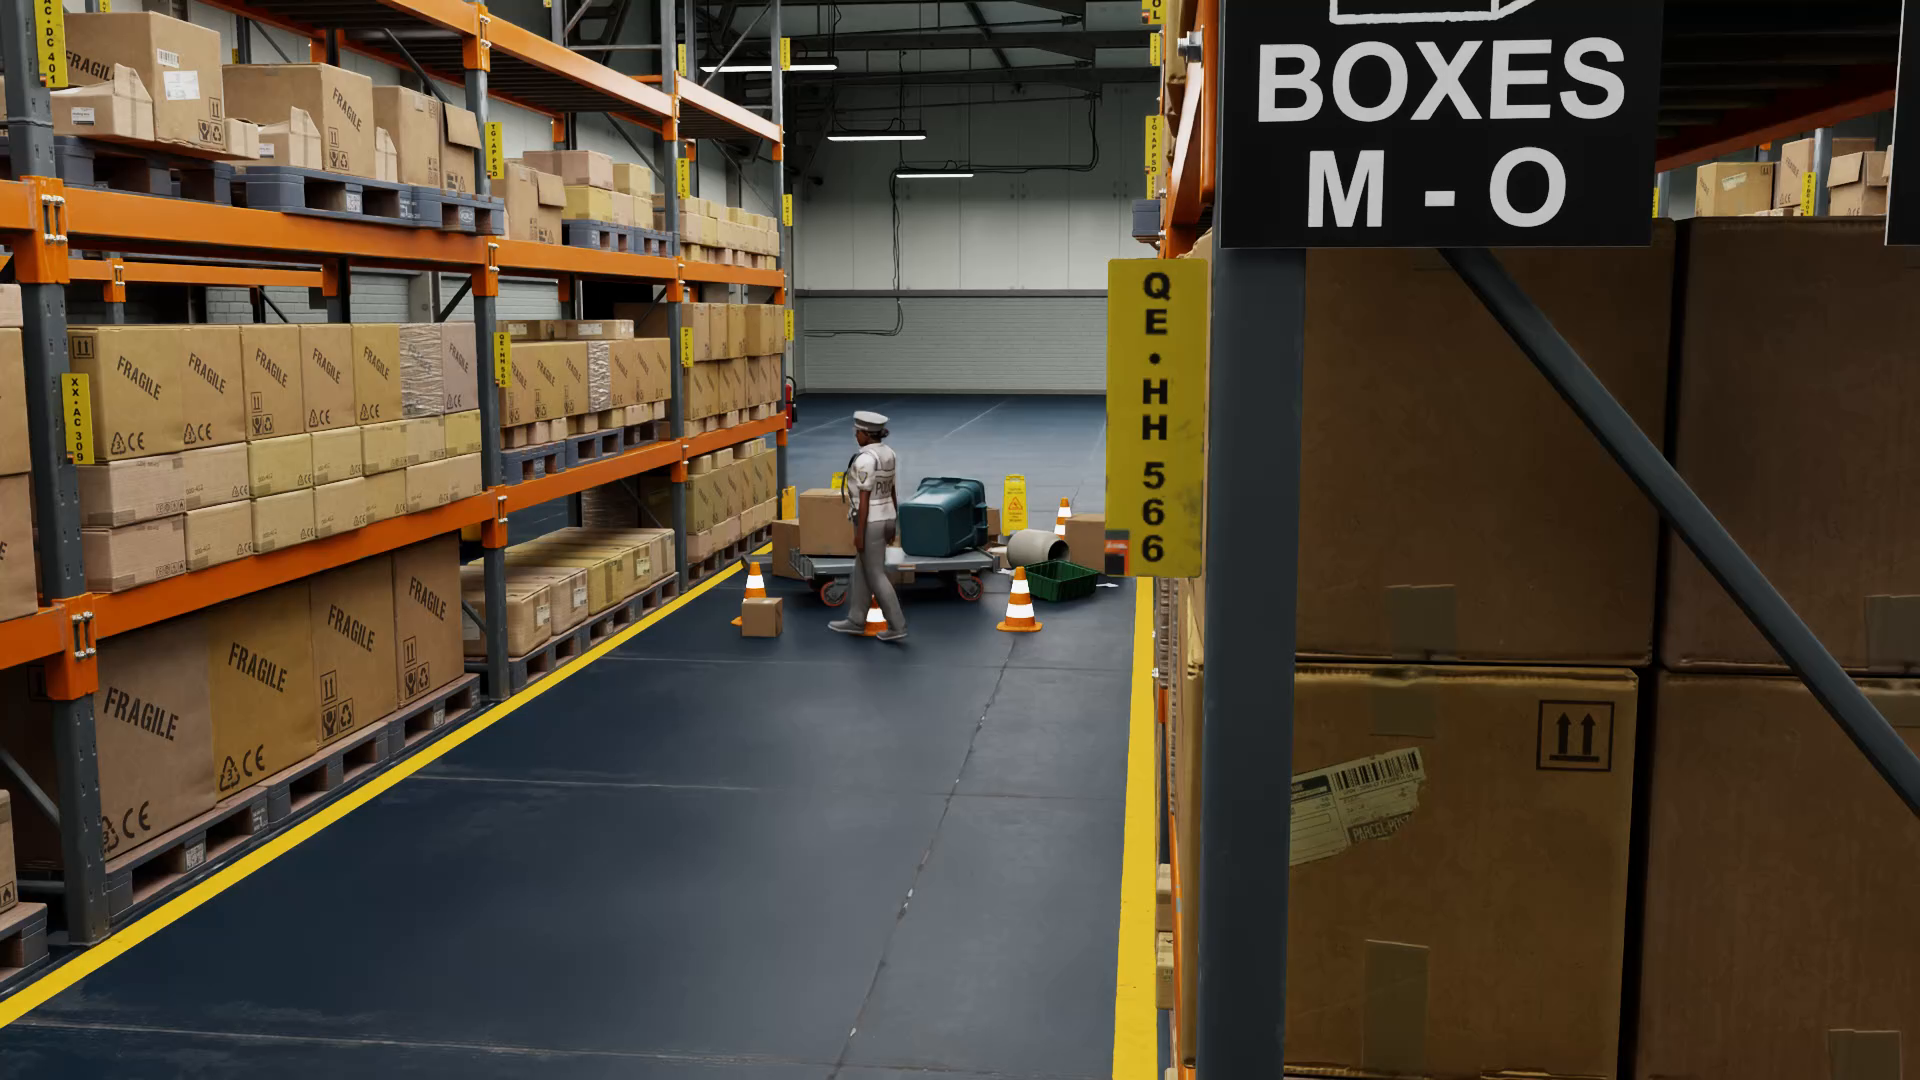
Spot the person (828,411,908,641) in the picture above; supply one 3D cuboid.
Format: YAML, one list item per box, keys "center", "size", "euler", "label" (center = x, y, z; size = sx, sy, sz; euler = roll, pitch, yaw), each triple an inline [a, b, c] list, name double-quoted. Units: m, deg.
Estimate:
- center: [-0.680, -0.102, 12.036]
  size: [0.720, 1.643, 0.479]
  euler: [3, 8, 24]
  label: "person"
